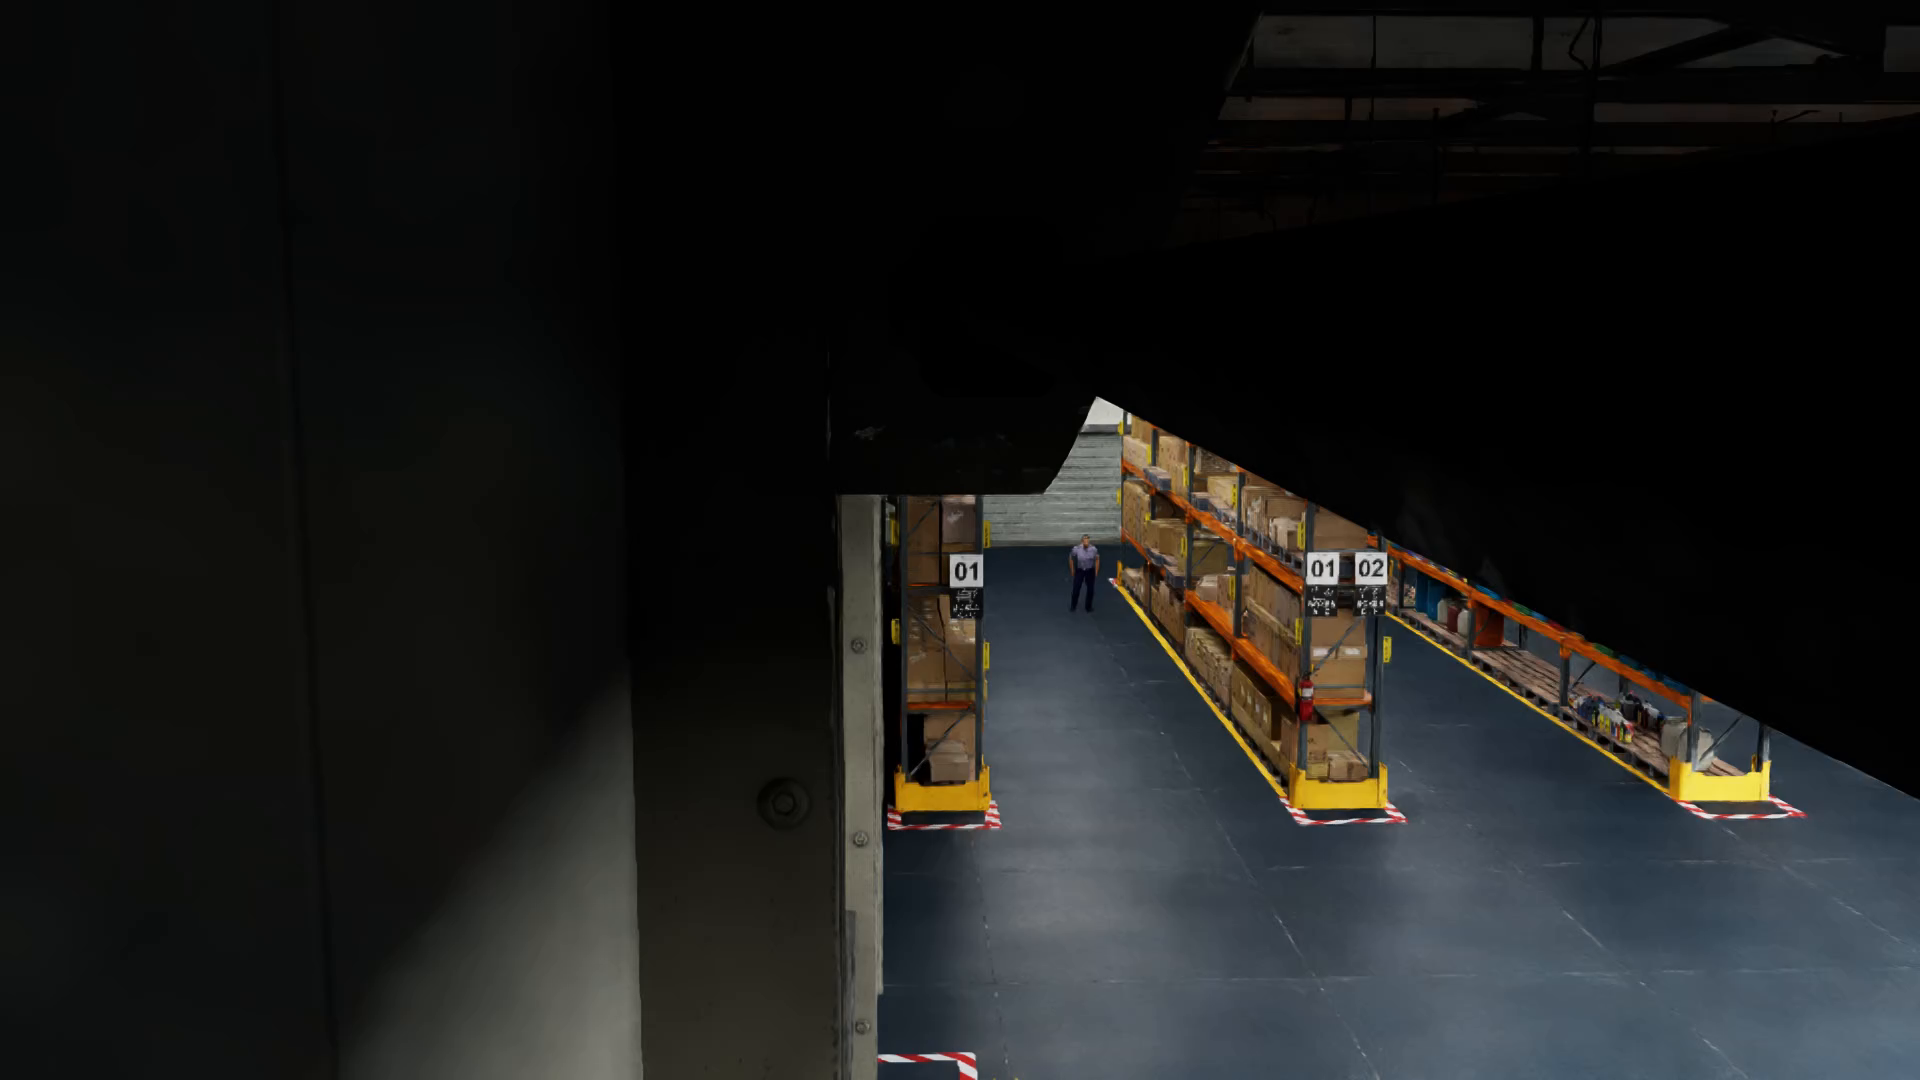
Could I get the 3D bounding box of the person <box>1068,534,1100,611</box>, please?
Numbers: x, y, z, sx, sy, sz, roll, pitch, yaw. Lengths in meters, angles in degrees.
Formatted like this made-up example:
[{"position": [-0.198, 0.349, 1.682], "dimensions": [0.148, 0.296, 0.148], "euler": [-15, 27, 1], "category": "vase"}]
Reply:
[{"position": [2.481, 0.653, 33.274], "dimensions": [0.625, 1.596, 0.510], "euler": [-1, 8, -5], "category": "person"}]
